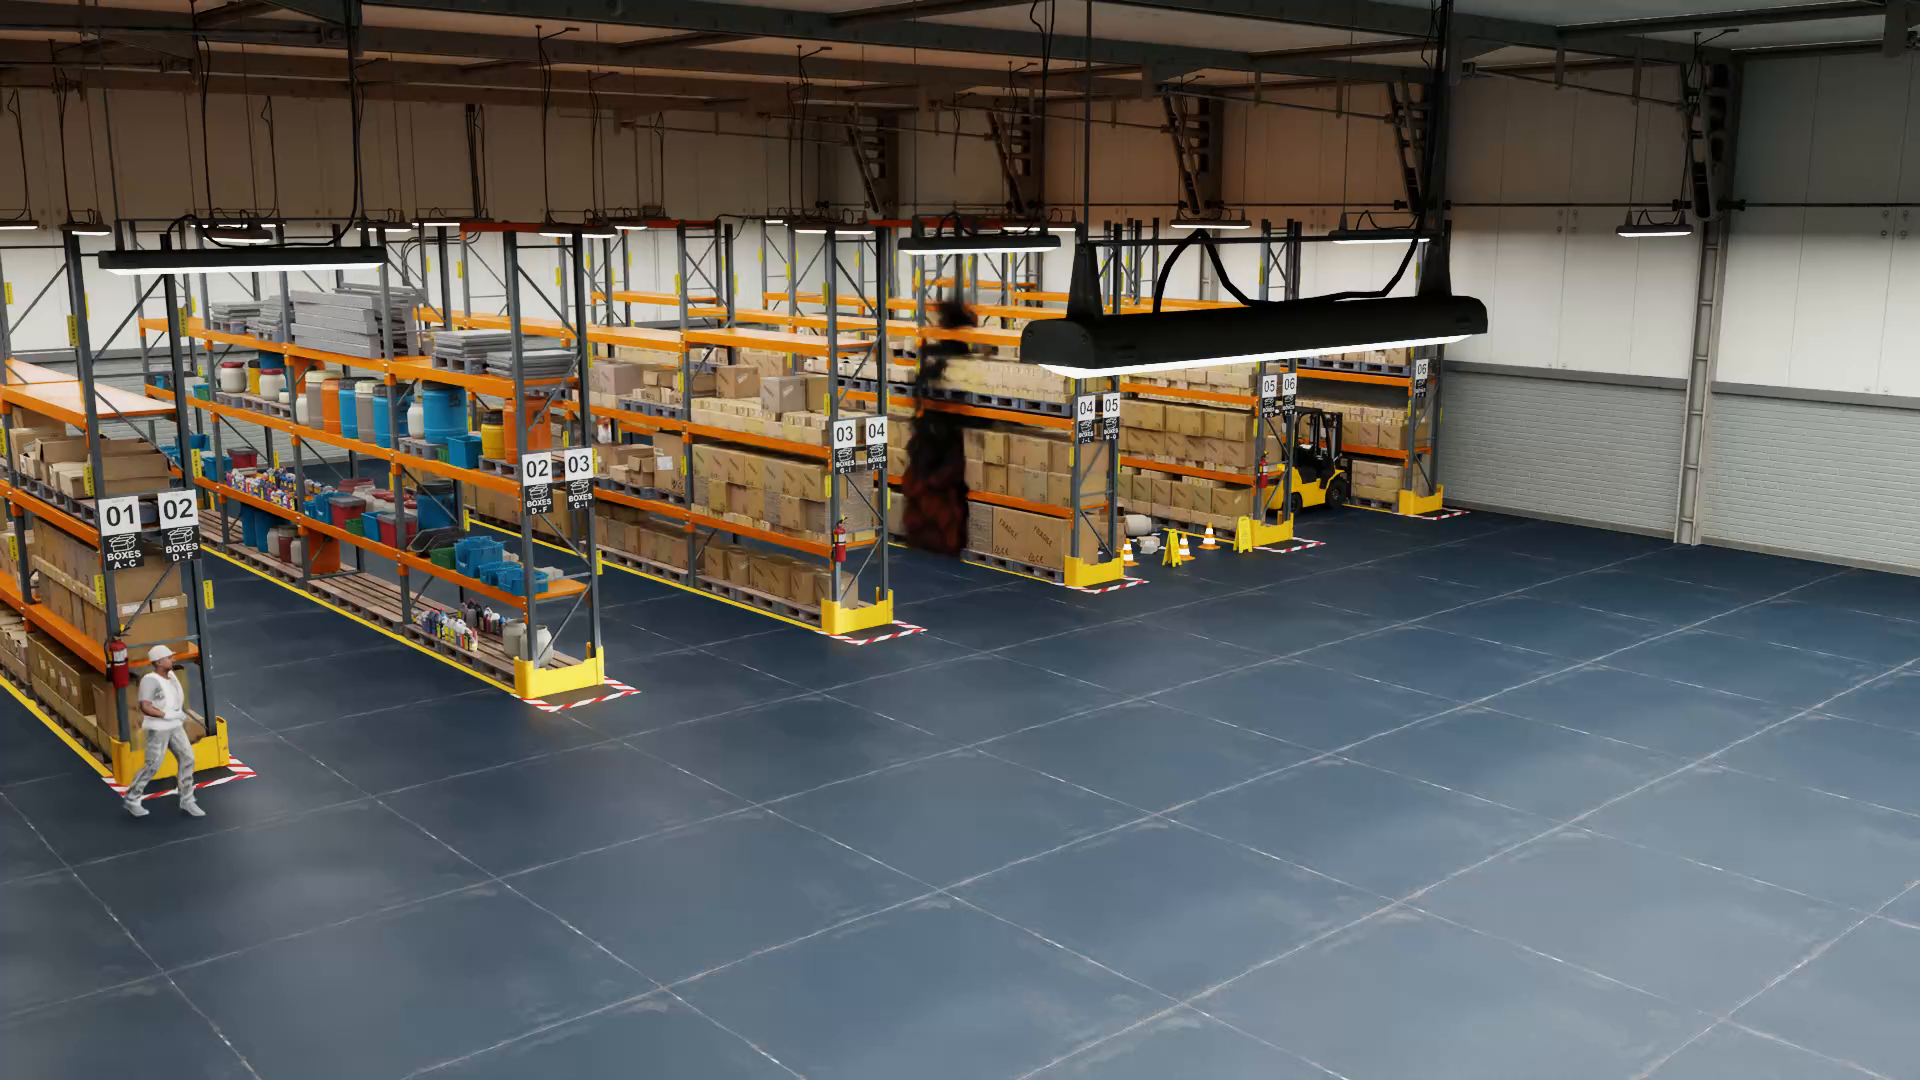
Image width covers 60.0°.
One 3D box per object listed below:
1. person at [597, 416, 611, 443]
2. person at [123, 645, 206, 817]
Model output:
[{"bbox_3d":[-7.801,-1.900,36.832,0.616,1.852,0.783,-8,14,-34],"label":"person"},{"bbox_3d":[-8.341,1.997,17.474,0.806,1.808,0.746,0,11,2],"label":"person"}]
